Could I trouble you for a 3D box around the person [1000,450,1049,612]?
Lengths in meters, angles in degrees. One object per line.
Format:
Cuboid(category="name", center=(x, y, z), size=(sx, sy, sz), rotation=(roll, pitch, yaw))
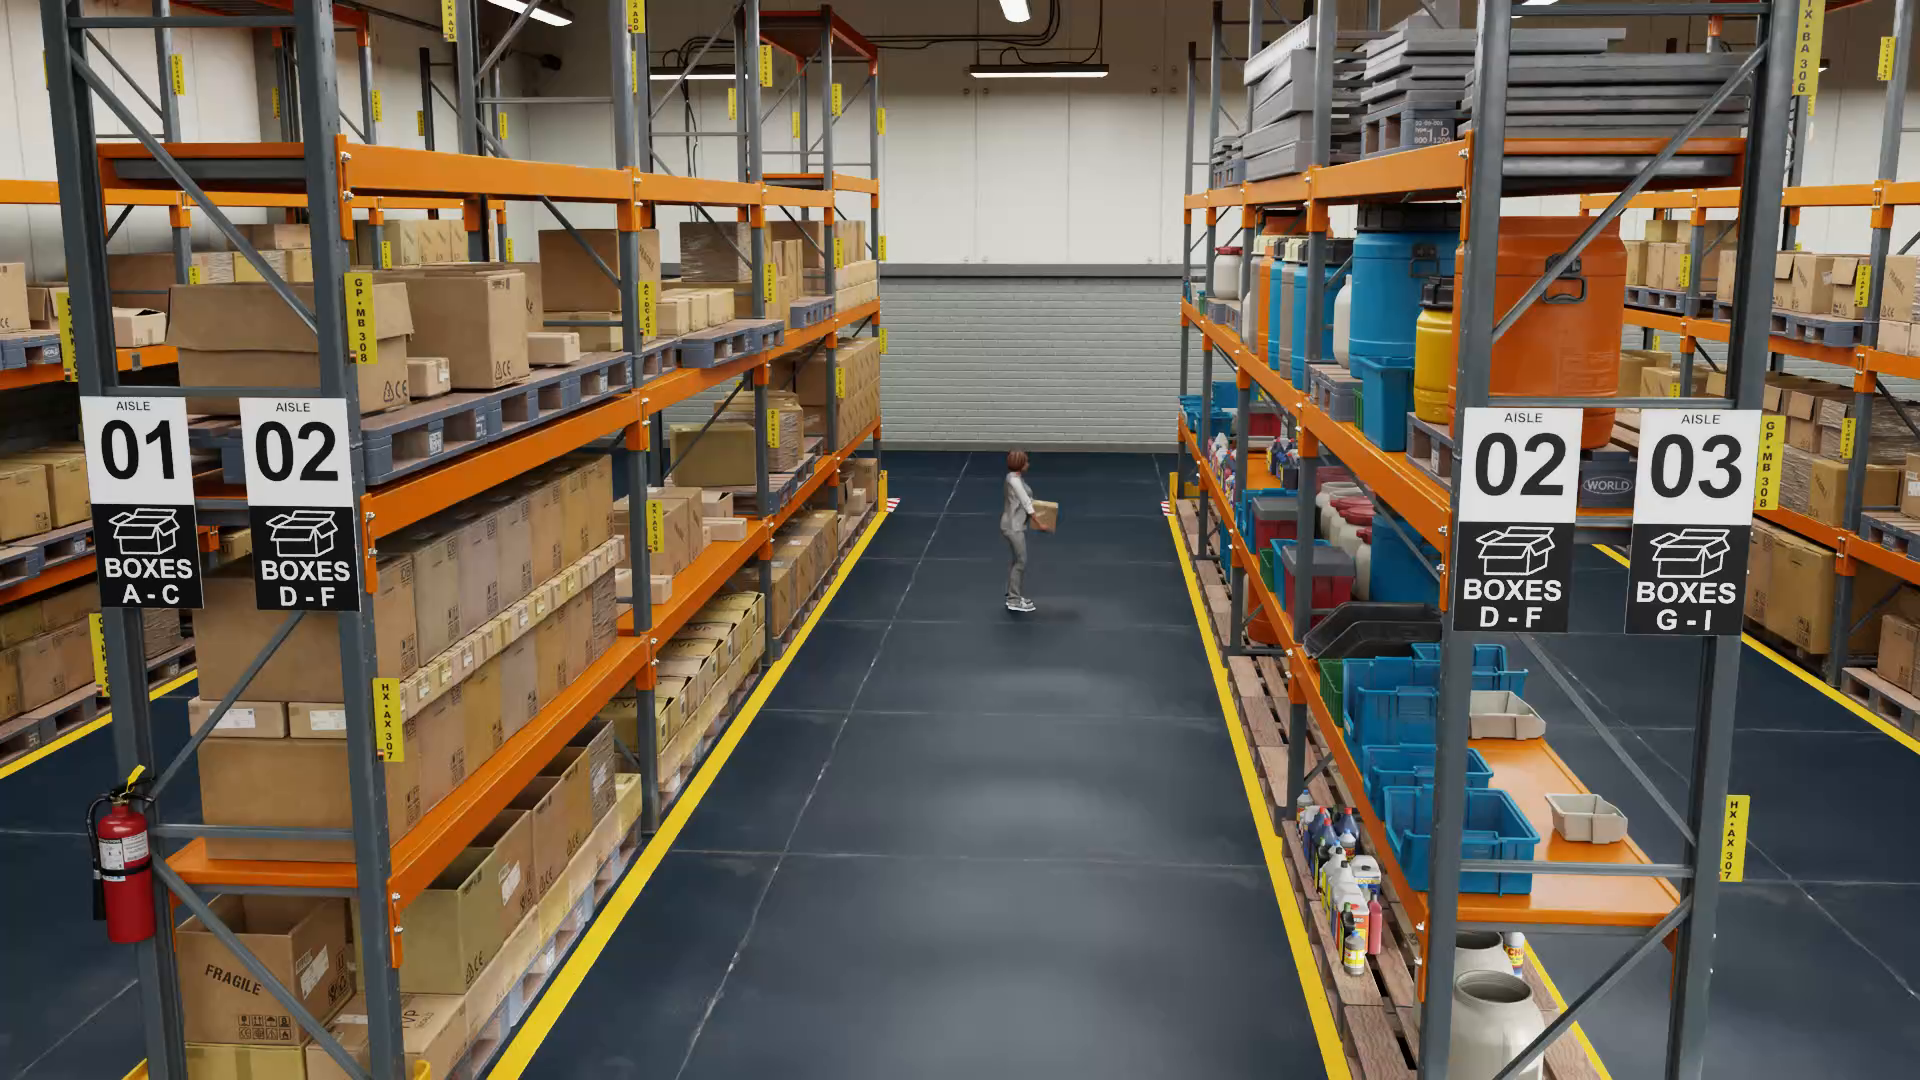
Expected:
Cuboid(category="person", center=(0.640, -0.099, 16.480), size=(0.499, 1.599, 0.375), rotation=(1, 11, 3))
